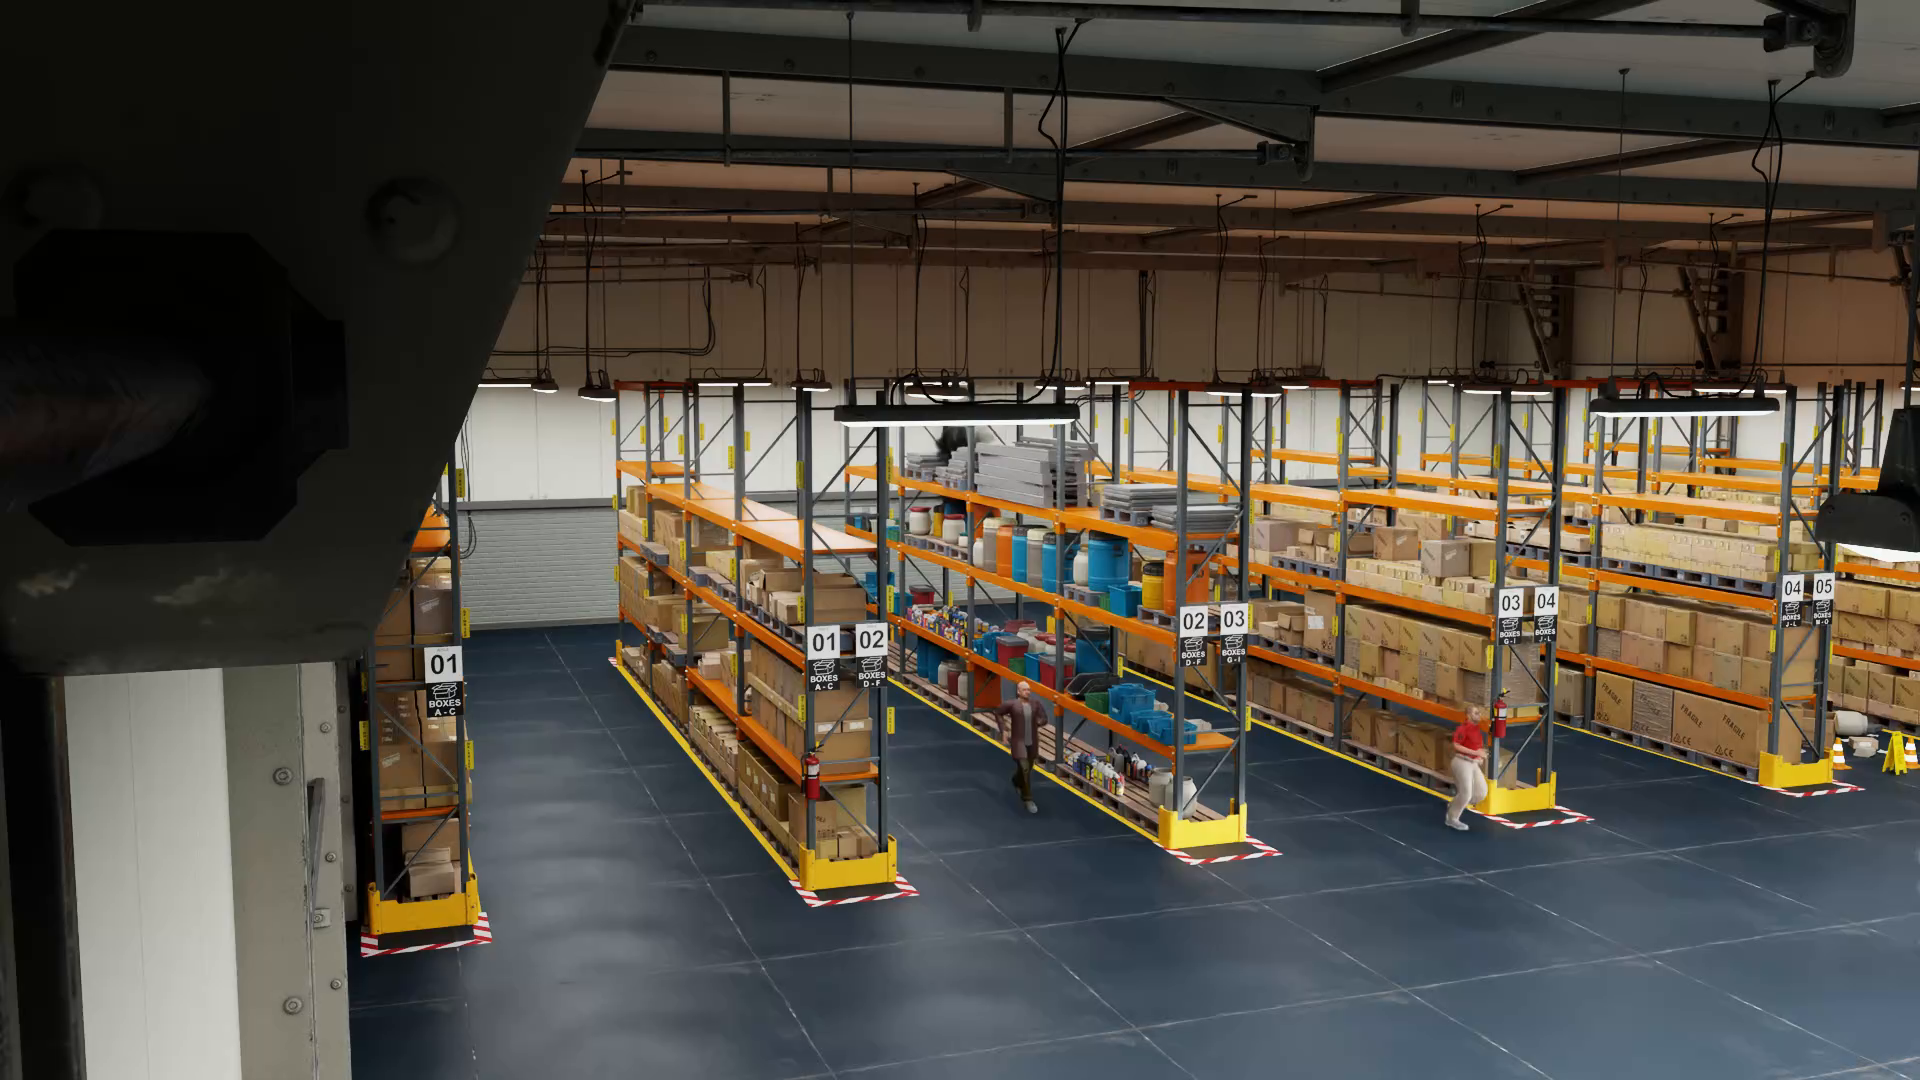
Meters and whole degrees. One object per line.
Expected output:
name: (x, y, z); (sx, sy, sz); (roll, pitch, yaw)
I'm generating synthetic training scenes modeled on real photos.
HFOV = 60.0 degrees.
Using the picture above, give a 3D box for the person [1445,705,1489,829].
person: (7.004, 3.098, 22.728); (0.597, 1.671, 0.675); (6, 8, 44)

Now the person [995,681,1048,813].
person: (0.915, 2.951, 23.782); (0.695, 1.694, 1.043); (-3, 7, -25)
